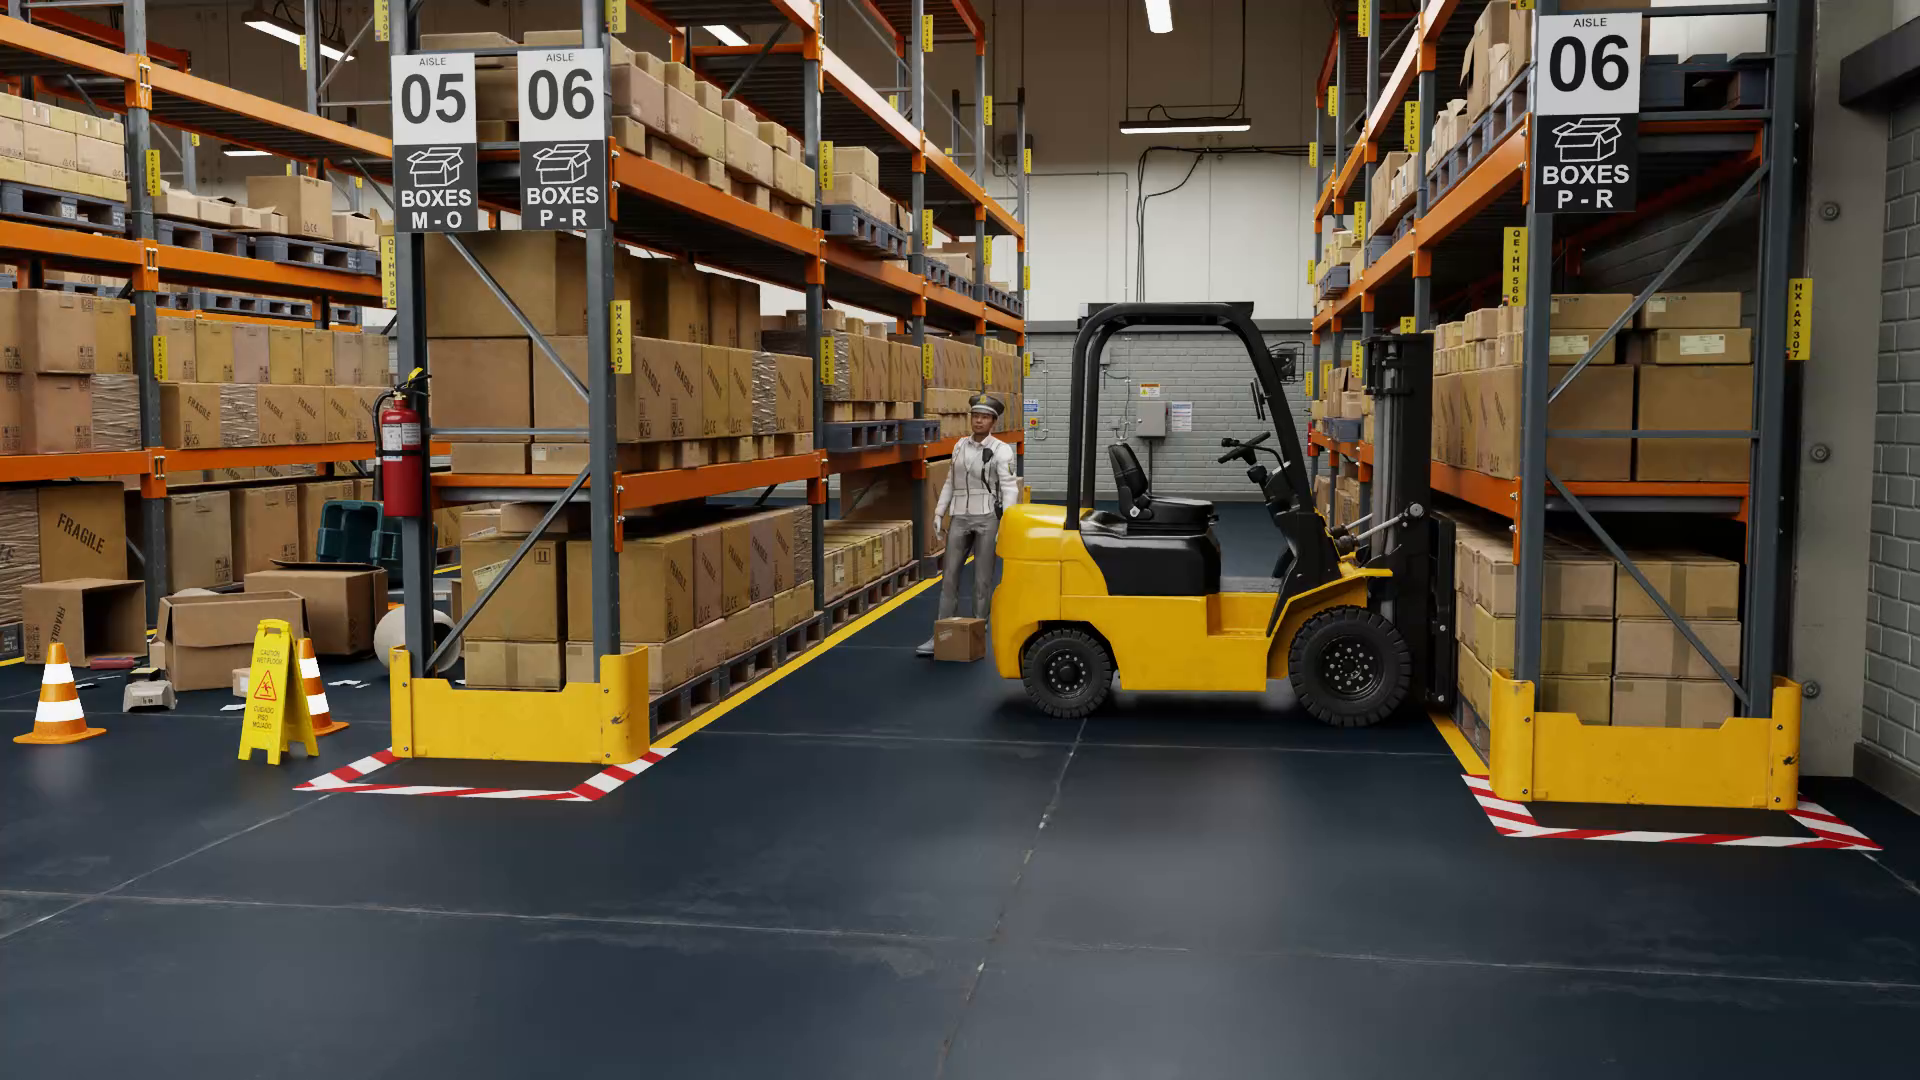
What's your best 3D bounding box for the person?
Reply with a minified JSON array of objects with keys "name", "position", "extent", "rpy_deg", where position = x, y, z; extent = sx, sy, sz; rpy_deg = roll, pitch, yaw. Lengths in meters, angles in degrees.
[{"name":"person","position":[0.065,-0.103,10.862],"extent":[0.577,1.696,0.531],"rpy_deg":[2,5,28]}]
